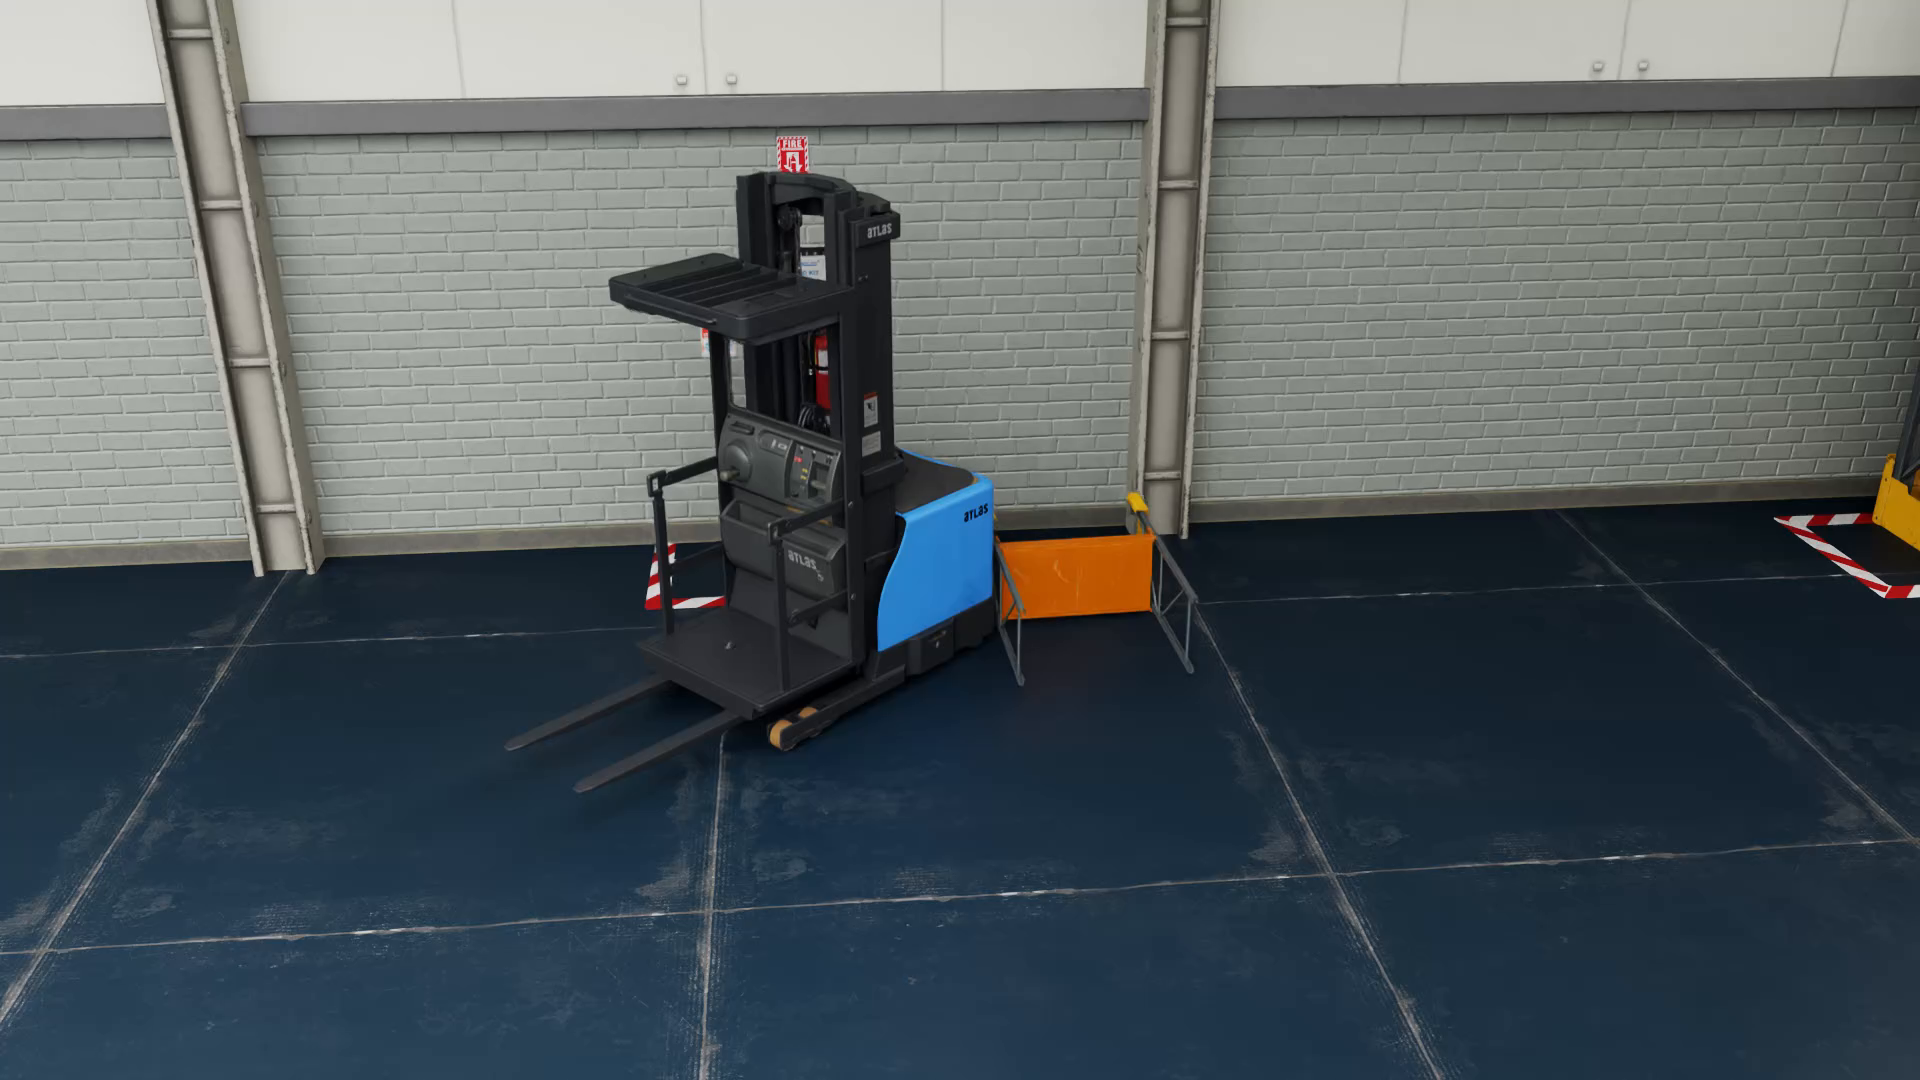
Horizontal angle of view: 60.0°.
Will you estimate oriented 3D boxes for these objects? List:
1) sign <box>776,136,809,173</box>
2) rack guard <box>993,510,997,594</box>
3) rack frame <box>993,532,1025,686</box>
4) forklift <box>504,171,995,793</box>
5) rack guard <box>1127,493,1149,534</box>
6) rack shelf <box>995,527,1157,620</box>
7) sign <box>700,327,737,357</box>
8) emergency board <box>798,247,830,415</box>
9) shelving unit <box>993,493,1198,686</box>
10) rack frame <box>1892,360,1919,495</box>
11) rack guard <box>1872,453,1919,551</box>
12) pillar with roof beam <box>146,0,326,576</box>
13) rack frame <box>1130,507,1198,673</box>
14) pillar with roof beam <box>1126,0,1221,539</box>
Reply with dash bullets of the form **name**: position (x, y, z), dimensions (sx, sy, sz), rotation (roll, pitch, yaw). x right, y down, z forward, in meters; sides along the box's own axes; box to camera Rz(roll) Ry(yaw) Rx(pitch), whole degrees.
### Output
- **sign**: position (-1.077, -2.452, 10.719), dimensions (0.199, 0.298, 0.001), rotation (-2, 24, -5)
- **rack guard**: position (0.178, 0.067, 10.845), dimensions (0.087, 0.587, 0.250), rotation (-3, 24, -8)
- **rack frame**: position (0.249, 0.319, 10.278), dimensions (0.032, 0.500, 1.500), rotation (-3, 24, -8)
- **forklift**: position (-1.144, -0.414, 9.073), dimensions (1.130, 2.935, 3.031), rotation (20, 31, 38)
- **rack guard**: position (1.163, 0.008, 10.978), dimensions (0.087, 0.587, 0.250), rotation (-3, 24, -8)
- **rack shelf**: position (0.726, 0.217, 10.508), dimensions (1.000, 0.538, 0.185), rotation (-3, 24, -8)
- **sign**: position (-1.619, -1.388, 11.136), dimensions (0.234, 0.329, 0.001), rotation (-2, 24, -5)
- **emergency board**: position (-1.059, -1.352, 11.100), dimensions (0.643, 1.169, 0.194), rotation (-2, 24, -5)
- **shelving unit**: position (0.761, 0.288, 10.346), dimensions (1.083, 0.587, 1.500), rotation (-3, 24, -8)
- **rack frame**: position (6.763, -1.298, 10.976), dimensions (0.127, 3.000, 1.000), rotation (-2, 24, -5)
- **rack guard**: position (6.839, -0.158, 11.491), dimensions (0.348, 0.500, 1.175), rotation (-2, 24, -5)
- **pillar with roof beam**: position (-4.144, -2.197, 5.615), dimensions (0.400, 9.000, 9.100), rotation (-2, 24, -5)
- **rack frame**: position (1.255, 0.259, 10.413), dimensions (0.032, 0.500, 1.500), rotation (-3, 24, -8)
- **pillar with roof beam**: position (1.827, -2.437, 6.153), dimensions (0.400, 9.000, 9.100), rotation (-2, 24, -5)
